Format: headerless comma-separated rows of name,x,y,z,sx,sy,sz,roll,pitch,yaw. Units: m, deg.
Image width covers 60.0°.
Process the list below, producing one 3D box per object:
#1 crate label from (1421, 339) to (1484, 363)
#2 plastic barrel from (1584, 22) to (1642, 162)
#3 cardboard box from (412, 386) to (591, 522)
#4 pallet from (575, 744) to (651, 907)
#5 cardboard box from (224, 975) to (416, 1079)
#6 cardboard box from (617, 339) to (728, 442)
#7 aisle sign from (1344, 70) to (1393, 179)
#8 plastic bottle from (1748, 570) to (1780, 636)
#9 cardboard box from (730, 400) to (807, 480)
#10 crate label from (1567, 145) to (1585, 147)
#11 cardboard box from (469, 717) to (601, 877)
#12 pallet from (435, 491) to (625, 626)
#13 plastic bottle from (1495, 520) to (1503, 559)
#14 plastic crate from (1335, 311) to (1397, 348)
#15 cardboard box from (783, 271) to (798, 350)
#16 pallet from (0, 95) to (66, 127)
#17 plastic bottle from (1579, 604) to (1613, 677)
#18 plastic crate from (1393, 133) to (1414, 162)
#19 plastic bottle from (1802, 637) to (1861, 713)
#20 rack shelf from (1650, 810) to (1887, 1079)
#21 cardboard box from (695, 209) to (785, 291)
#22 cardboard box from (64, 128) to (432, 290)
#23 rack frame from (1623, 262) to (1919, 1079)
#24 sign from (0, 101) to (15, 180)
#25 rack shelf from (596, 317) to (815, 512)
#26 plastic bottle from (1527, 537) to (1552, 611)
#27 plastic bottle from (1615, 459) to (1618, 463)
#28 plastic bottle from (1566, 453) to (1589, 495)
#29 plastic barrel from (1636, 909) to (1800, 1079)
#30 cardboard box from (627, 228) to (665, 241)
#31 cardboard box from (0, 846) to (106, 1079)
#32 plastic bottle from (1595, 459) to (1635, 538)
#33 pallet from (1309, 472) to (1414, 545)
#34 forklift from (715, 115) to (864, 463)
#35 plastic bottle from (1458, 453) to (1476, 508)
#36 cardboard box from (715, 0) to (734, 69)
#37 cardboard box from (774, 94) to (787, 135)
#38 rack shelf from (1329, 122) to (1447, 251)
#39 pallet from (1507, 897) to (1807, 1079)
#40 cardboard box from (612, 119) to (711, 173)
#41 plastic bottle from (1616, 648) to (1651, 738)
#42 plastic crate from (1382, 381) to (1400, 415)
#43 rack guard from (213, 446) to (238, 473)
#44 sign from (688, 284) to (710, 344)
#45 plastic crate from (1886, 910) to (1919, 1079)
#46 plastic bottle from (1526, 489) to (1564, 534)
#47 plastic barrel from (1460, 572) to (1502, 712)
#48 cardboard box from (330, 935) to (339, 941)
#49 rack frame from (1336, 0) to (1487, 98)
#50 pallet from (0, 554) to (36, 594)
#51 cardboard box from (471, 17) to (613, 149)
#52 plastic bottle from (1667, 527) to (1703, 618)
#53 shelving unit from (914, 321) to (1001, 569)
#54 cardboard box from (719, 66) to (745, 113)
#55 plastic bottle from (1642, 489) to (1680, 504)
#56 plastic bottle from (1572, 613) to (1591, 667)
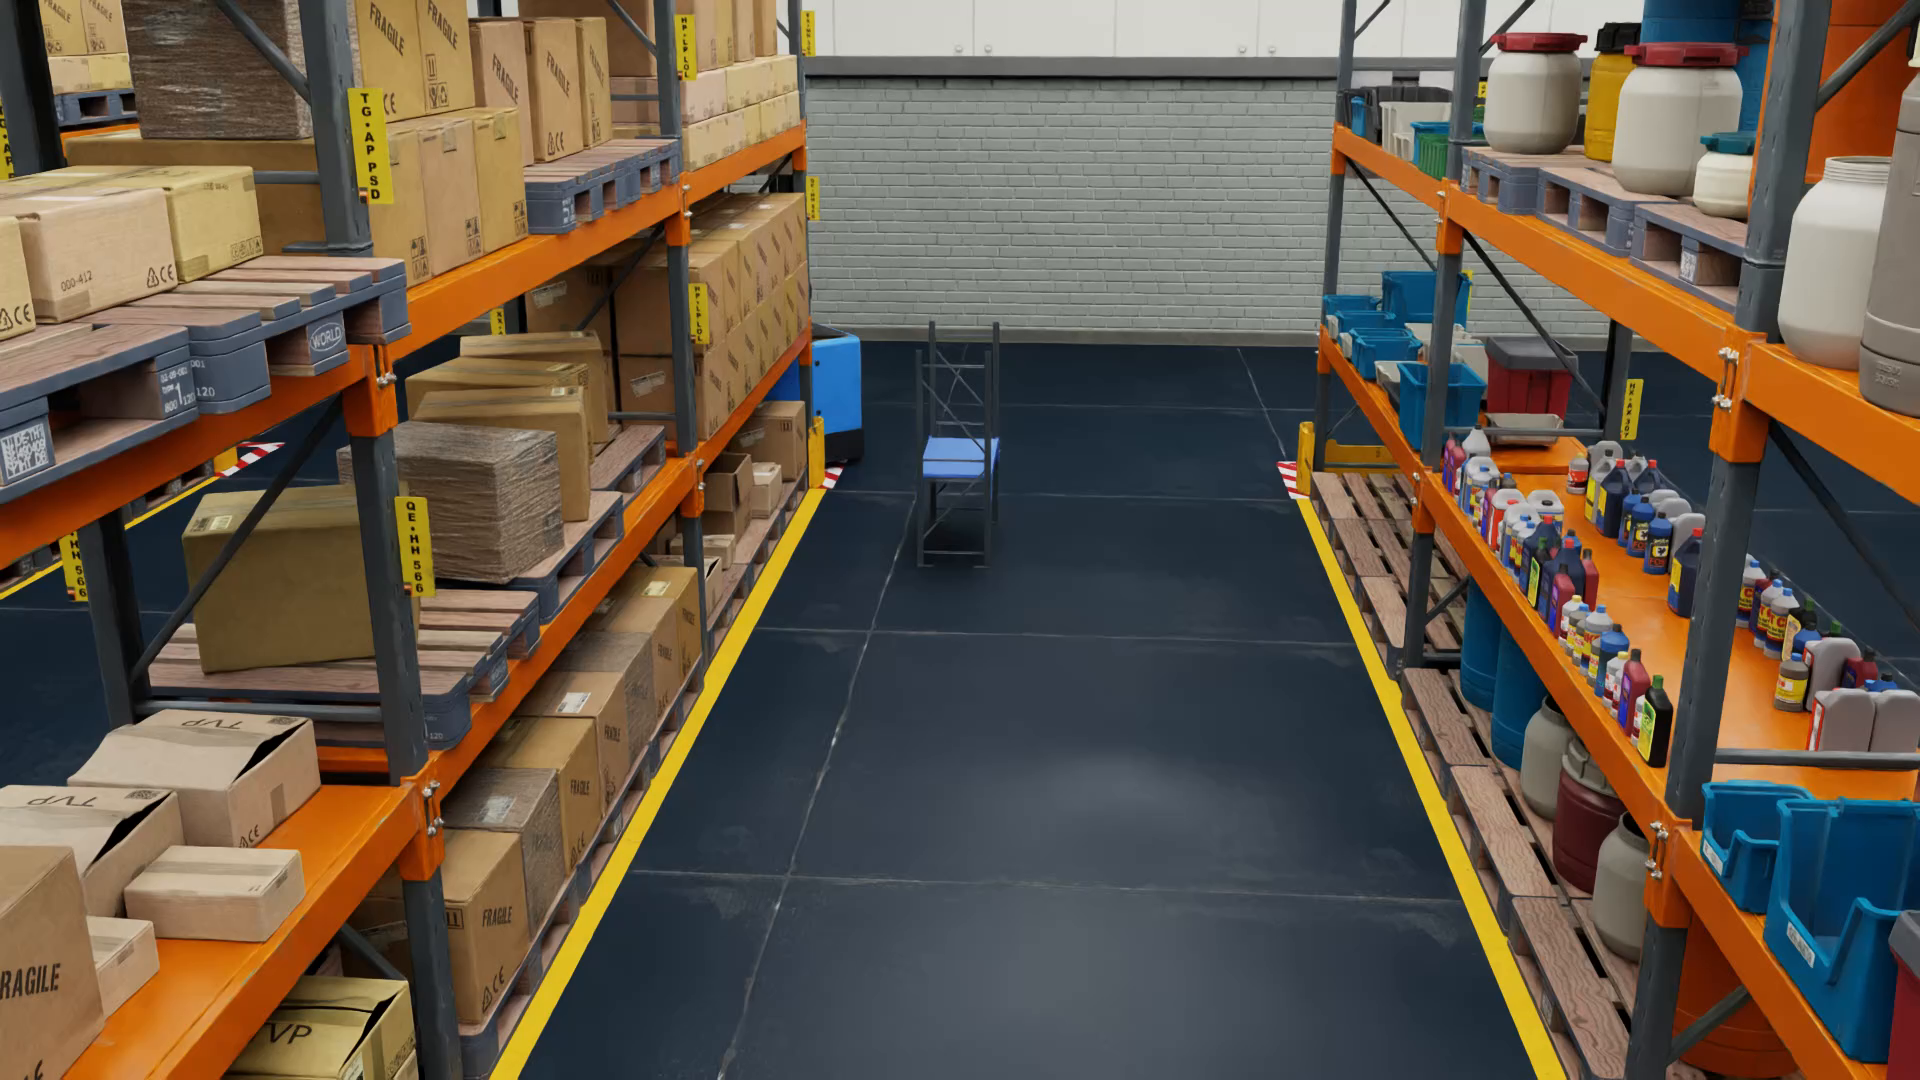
crate label,3.357,-1.280,11.339,0.396,0.136,0.243,1,18,4
plastic barrel,3.116,-1.995,7.400,0.600,0.588,0.600,0,18,0
cardboard box,-2.026,-0.377,7.422,0.700,0.500,0.500,-3,18,-10
pallet,-2.067,1.278,7.683,1.003,0.211,1.213,1,18,4
cardboard box,-2.040,1.571,5.153,0.500,0.311,0.500,2,18,5
cardboard box,-1.653,-0.880,9.631,0.500,0.500,0.500,2,18,5
aisle sign,2.975,-3.075,12.316,0.394,0.787,0.004,1,18,4
plastic bottle,3.174,0.244,6.548,0.061,0.283,0.133,1,18,4
cardboard box,-1.468,-0.769,12.762,0.500,0.500,0.500,1,18,4
crate label,3.302,-2.014,8.859,0.293,0.136,0.466,1,18,4
cardboard box,-1.858,1.087,7.095,0.500,0.500,0.500,1,18,3
pallet,-2.113,0.049,7.264,1.003,0.211,1.213,1,18,4
plastic bottle,2.464,-0.016,7.473,0.097,0.201,0.097,0,18,0
plastic crate,2.872,-1.486,11.813,0.416,0.233,0.300,1,18,4
cardboard box,-1.469,-1.664,12.023,0.500,0.500,0.500,1,18,4
pallet,-6.743,-2.805,10.990,1.003,0.211,1.213,1,18,4
plastic bottle,2.367,0.372,6.178,0.097,0.271,0.097,0,18,0
plastic crate,2.691,-2.272,9.646,0.293,0.136,0.466,1,18,4
plastic bottle,3.079,0.462,5.895,0.152,0.276,0.135,1,18,4
rack shelf,2.549,1.637,3.266,1.077,0.370,4.000,1,18,4
cardboard box,-1.500,-1.983,11.391,0.500,0.500,0.500,2,18,5
cardboard box,-2.250,-1.047,5.324,0.910,0.500,0.500,1,18,4
rack frame,2.692,0.674,5.049,1.000,3.000,0.127,1,18,4
sign,-2.789,-1.122,4.882,0.100,0.325,0.005,1,18,4
rack shelf,-1.818,-0.960,11.189,1.077,0.370,4.000,1,18,4
plastic bottle,2.400,0.140,6.865,0.061,0.283,0.133,1,18,4
plastic bottle,3.292,-0.308,8.364,0.097,0.201,0.097,0,18,0
plastic bottle,3.147,-0.341,8.467,0.097,0.201,0.097,0,18,0
plastic barrel,2.710,1.353,5.787,0.600,0.830,0.708,1,18,4
cardboard box,-2.113,-1.681,10.471,0.500,0.500,0.500,1,18,4
cardboard box,-2.352,1.036,3.783,0.500,0.500,0.500,0,18,1
plastic bottle,3.082,-0.198,7.790,0.144,0.351,0.185,1,18,4
pallet,3.168,-0.230,12.287,1.003,0.211,1.213,1,18,4
forklift,-2.042,-2.328,14.319,1.130,2.935,3.031,-12,22,-32
plastic bottle,2.521,-0.295,8.213,0.097,0.271,0.097,0,18,0
cardboard box,-1.758,-3.088,9.946,0.700,0.500,0.500,1,18,4
cardboard box,-1.495,-2.956,11.551,0.500,0.250,0.500,1,18,4
rack shelf,3.122,-2.273,10.381,1.077,0.370,4.000,1,18,4
pallet,2.707,1.753,6.234,1.003,0.211,1.213,1,18,4
cardboard box,-1.680,-2.180,9.182,0.500,0.250,0.500,1,18,4
plastic bottle,2.312,0.522,5.699,0.061,0.283,0.133,1,18,4
plastic crate,2.791,-0.820,9.953,0.437,0.125,0.590,1,18,4
rack guard,-6.614,-0.852,13.719,1.175,0.500,0.348,1,18,4
sign,-1.408,-1.219,8.967,0.100,0.325,0.005,1,18,4
plastic crate,2.271,1.138,3.529,0.402,0.464,0.583,1,18,4
plastic bottle,2.651,-0.083,7.559,0.152,0.276,0.135,1,18,4
plastic barrel,2.923,0.398,8.588,0.600,0.901,0.708,1,18,4
cardboard box,-2.415,1.245,6.614,0.500,0.500,0.500,2,18,6
rack frame,3.266,-4.662,11.698,1.000,3.000,0.127,1,18,4
pallet,-6.770,0.301,10.665,1.003,0.211,1.213,1,18,4
cardboard box,-2.071,-2.245,8.146,0.600,0.600,0.600,0,18,-1
plastic bottle,2.999,0.128,6.794,0.144,0.351,0.185,1,18,4
shelving unit,-0.006,-0.686,11.609,0.538,1.500,1.048,1,18,4
cardboard box,-1.597,-2.728,10.051,0.500,0.250,0.500,1,18,4
plastic bottle,3.211,-0.110,7.640,0.152,0.276,0.135,1,18,4
plastic bottle,2.374,0.375,6.281,0.097,0.201,0.097,0,18,0
